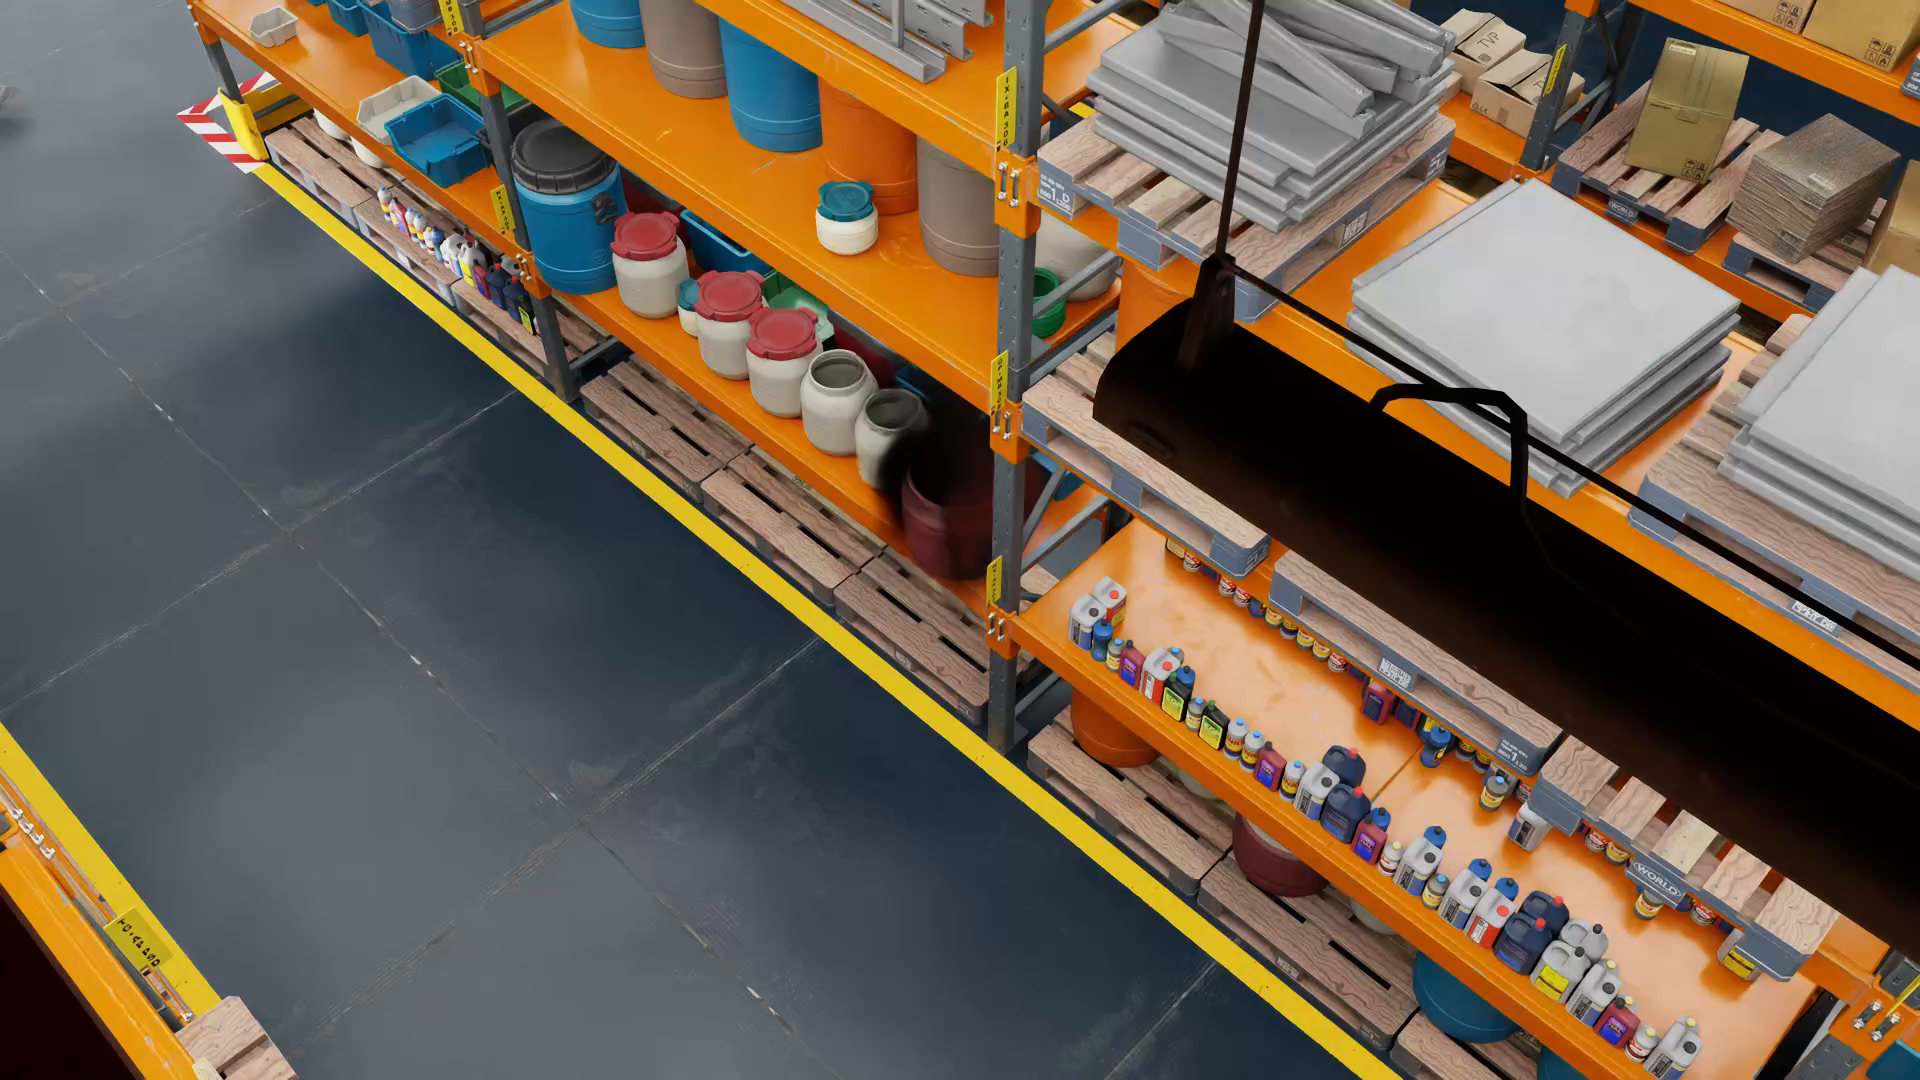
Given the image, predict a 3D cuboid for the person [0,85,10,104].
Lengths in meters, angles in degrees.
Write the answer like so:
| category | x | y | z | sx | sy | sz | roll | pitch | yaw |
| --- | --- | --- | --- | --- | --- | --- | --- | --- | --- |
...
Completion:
| category | x | y | z | sx | sy | sz | roll | pitch | yaw |
| --- | --- | --- | --- | --- | --- | --- | --- | --- | --- |
| person | -8.005 | -3.769 | 12.417 | 0.511 | 1.733 | 1.117 | 17 | 52 | 14 |
